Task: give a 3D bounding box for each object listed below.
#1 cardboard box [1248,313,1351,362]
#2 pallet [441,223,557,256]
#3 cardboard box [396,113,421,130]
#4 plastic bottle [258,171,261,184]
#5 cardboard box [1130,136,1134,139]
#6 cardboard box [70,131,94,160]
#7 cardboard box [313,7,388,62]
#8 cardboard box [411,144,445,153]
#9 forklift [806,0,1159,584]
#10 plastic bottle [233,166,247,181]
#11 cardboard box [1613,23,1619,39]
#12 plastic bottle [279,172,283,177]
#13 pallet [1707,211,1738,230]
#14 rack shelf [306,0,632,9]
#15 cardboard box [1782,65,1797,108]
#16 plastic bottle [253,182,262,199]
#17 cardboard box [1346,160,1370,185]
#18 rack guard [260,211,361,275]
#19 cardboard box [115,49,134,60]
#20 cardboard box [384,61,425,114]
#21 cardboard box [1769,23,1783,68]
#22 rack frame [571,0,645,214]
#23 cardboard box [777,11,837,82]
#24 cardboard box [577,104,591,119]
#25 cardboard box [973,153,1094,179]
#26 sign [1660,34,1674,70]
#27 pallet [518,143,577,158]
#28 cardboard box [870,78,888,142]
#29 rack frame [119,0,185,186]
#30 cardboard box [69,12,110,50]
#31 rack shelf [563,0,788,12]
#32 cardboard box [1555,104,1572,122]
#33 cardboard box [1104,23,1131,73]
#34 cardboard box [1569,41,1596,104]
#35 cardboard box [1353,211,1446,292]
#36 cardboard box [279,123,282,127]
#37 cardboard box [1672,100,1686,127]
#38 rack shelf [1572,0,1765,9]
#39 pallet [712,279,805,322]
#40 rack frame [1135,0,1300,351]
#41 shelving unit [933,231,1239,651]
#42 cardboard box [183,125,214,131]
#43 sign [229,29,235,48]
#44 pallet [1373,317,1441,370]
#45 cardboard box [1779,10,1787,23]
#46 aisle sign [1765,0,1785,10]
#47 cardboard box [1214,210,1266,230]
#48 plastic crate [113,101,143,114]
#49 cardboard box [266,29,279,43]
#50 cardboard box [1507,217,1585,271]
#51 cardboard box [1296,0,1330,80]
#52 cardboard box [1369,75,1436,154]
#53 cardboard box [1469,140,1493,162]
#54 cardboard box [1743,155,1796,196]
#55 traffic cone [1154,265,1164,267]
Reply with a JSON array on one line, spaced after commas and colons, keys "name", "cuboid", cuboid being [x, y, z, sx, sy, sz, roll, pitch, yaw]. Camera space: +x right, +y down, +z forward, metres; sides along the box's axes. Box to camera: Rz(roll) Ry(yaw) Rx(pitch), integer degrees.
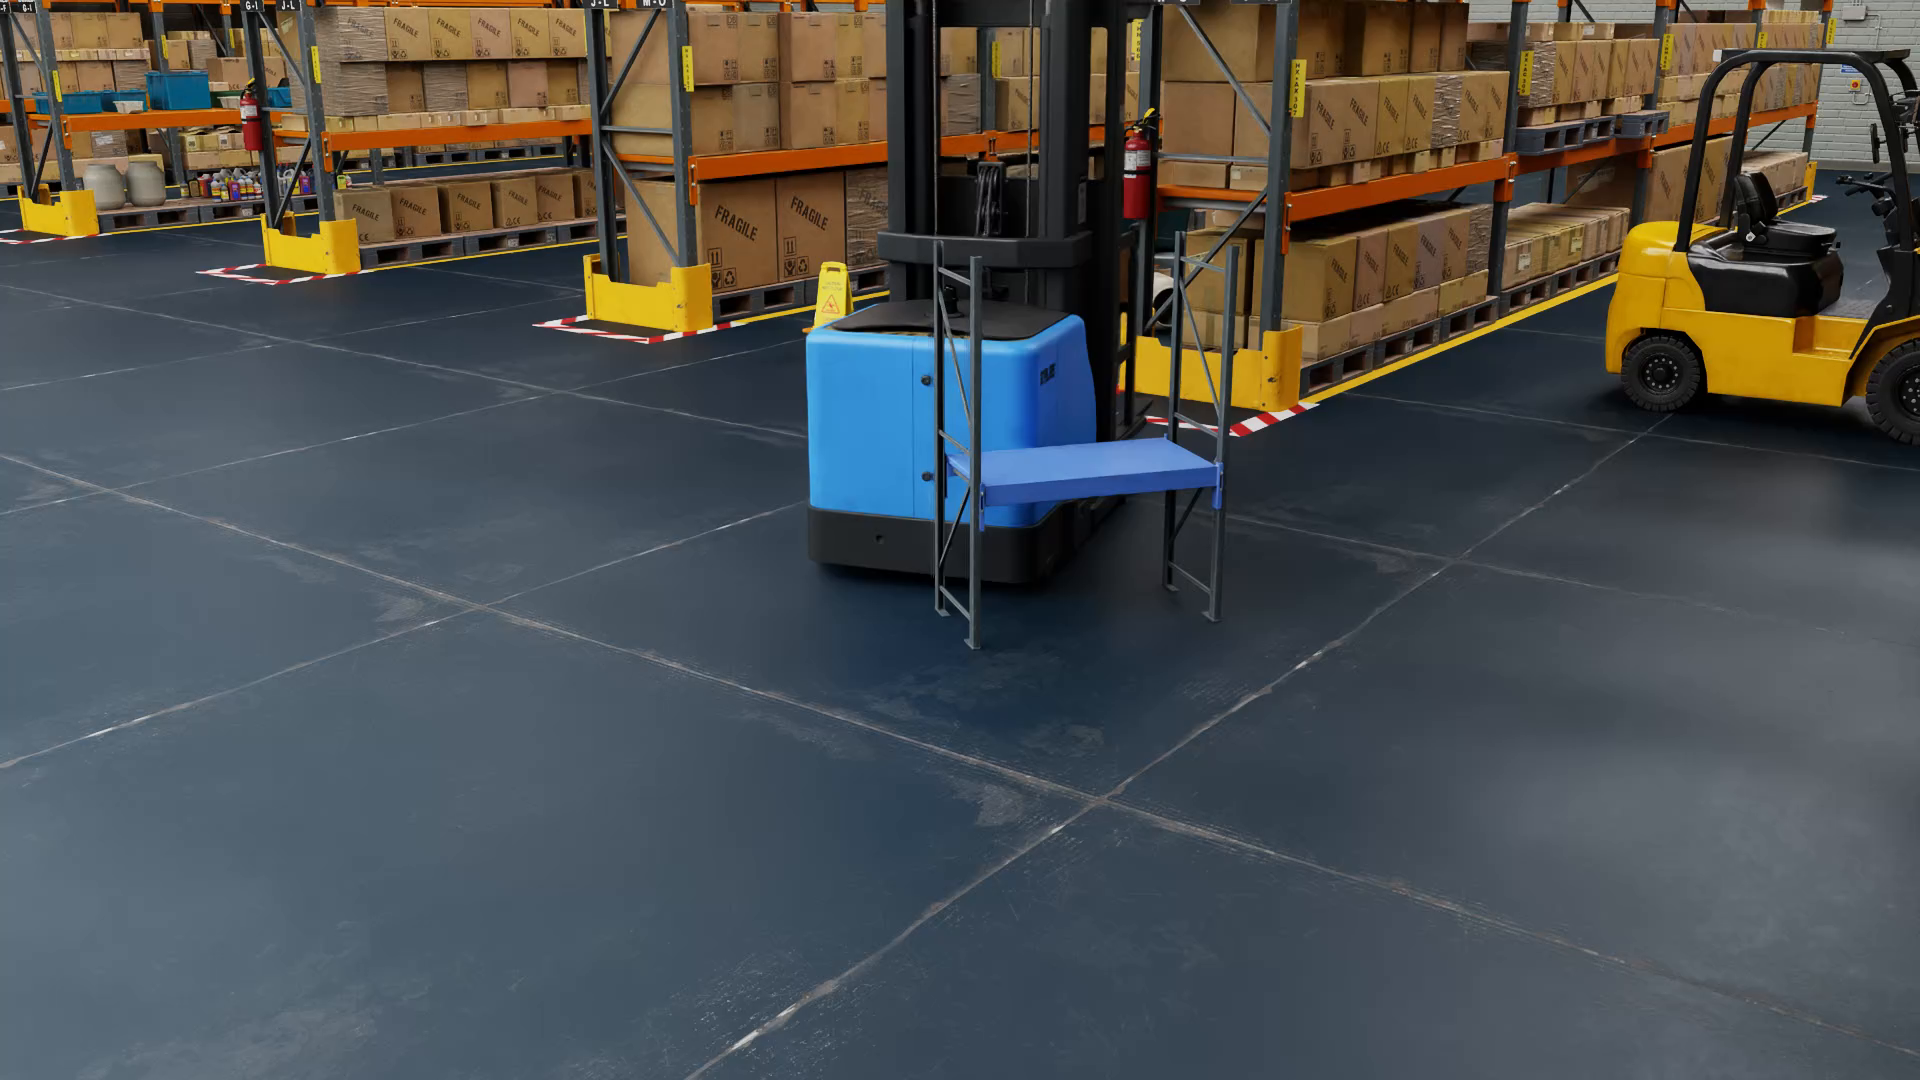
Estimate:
[{"name": "cardboard box", "cuboid": [2.250, -1.372, 11.033, 0.500, 0.250, 0.500, 12, 21, 34]}, {"name": "pallet", "cuboid": [-5.126, -3.256, 17.872, 1.003, 0.211, 1.213, 12, 21, 35]}, {"name": "cardboard box", "cuboid": [-5.592, -4.175, 16.553, 0.380, 0.149, 0.250, 12, 21, 35]}, {"name": "plastic bottle", "cuboid": [-8.990, -4.622, 21.429, 0.097, 0.271, 0.097, 0, 17, 0]}, {"name": "cardboard box", "cuboid": [2.263, -6.706, 27.155, 0.875, 0.875, 0.875, 12, 21, 35]}, {"name": "cardboard box", "cuboid": [-12.684, -5.657, 23.565, 0.500, 0.500, 0.500, 12, 21, 35]}, {"name": "cardboard box", "cuboid": [-5.865, -4.843, 15.925, 0.500, 0.500, 0.500, 12, 21, 35]}, {"name": "cardboard box", "cuboid": [-9.097, -6.824, 28.133, 0.500, 0.500, 0.500, 14, 22, 37]}, {"name": "forklift", "cuboid": [0.301, -1.615, 8.003, 1.130, 2.935, 3.031, 6, 18, 18]}, {"name": "plastic bottle", "cuboid": [-9.185, -4.601, 21.225, 0.144, 0.351, 0.185, 12, 21, 34]}, {"name": "cardboard box", "cuboid": [6.412, -4.942, 16.744, 0.500, 0.500, 0.500, 12, 21, 33]}, {"name": "plastic bottle", "cuboid": [-8.562, -4.519, 21.075, 0.061, 0.283, 0.133, 12, 21, 35]}, {"name": "pallet", "cuboid": [8.298, -3.671, 19.209, 1.003, 0.211, 1.213, 12, 21, 35]}, {"name": "rack shelf", "cuboid": [-5.219, -5.658, 17.061, 1.077, 0.370, 4.000, 12, 21, 35]}, {"name": "cardboard box", "cuboid": [10.099, -5.672, 20.783, 0.500, 0.500, 0.500, 13, 22, 36]}, {"name": "plastic bottle", "cuboid": [-8.735, -4.348, 20.662, 0.097, 0.201, 0.097, 0, 17, 0]}, {"name": "cardboard box", "cuboid": [2.467, -2.430, 10.934, 0.380, 0.149, 0.250, 13, 21, 36]}, {"name": "rack guard", "cuboid": [-6.366, -2.917, 16.294, 1.175, 0.500, 0.348, 12, 21, 35]}, {"name": "cardboard box", "cuboid": [-12.120, -6.993, 23.943, 0.380, 0.149, 0.250, 12, 21, 34]}, {"name": "cardboard box", "cuboid": [-5.860, -4.549, 16.664, 0.875, 0.500, 0.500, 12, 21, 35]}, {"name": "cardboard box", "cuboid": [9.482, -5.915, 19.878, 0.500, 0.500, 0.500, 12, 21, 34]}, {"name": "rack frame", "cuboid": [-4.028, -5.045, 18.933, 1.000, 3.000, 0.127, 12, 21, 35]}, {"name": "cardboard box", "cuboid": [-1.539, -4.118, 13.872, 0.875, 0.550, 0.550, 12, 21, 35]}, {"name": "cardboard box", "cuboid": [-4.274, -4.716, 18.294, 0.380, 0.149, 0.250, 12, 21, 35]}, {"name": "cardboard box", "cuboid": [0.771, -3.664, 17.570, 1.050, 0.750, 0.750, 12, 21, 35]}, {"name": "sign", "cuboid": [6.756, -4.668, 15.901, 0.100, 0.325, 0.005, 12, 21, 35]}, {"name": "pallet", "cuboid": [-7.669, -7.170, 30.477, 1.003, 0.211, 1.213, 12, 21, 35]}, {"name": "cardboard box", "cuboid": [-1.041, -3.884, 14.939, 0.875, 0.550, 0.550, 12, 21, 35]}, {"name": "rack frame", "cuboid": [-11.981, -6.797, 24.573, 1.000, 3.000, 0.127, 12, 21, 35]}, {"name": "cardboard box", "cuboid": [-12.541, -7.237, 23.634, 0.700, 0.500, 0.500, 12, 21, 35]}, {"name": "rack shelf", "cuboid": [-4.431, -8.439, 26.015, 1.077, 0.370, 4.000, 12, 21, 35]}, {"name": "cardboard box", "cuboid": [4.964, -3.643, 14.134, 0.380, 0.149, 0.250, 13, 21, 36]}, {"name": "cardboard box", "cuboid": [1.399, -5.274, 17.816, 0.700, 0.500, 0.500, 12, 21, 34]}, {"name": "cardboard box", "cuboid": [5.044, -3.980, 14.125, 0.500, 0.500, 0.500, 12, 21, 34]}, {"name": "cardboard box", "cuboid": [3.189, -2.108, 12.139, 0.500, 0.500, 0.500, 14, 22, 38]}, {"name": "cardboard box", "cuboid": [-10.758, -6.584, 26.871, 0.500, 0.311, 0.500, 12, 21, 33]}, {"name": "cardboard box", "cuboid": [7.100, -4.373, 17.020, 0.500, 0.250, 0.500, 12, 21, 33]}, {"name": "rack shelf", "cuboid": [7.506, -5.812, 17.558, 1.077, 0.370, 4.000, 12, 21, 35]}, {"name": "pallet", "cuboid": [-2.074, -2.065, 14.037, 1.003, 0.211, 1.213, 12, 21, 35]}, {"name": "rack frame", "cuboid": [1.548, -2.342, 10.226, 1.000, 3.000, 0.127, 12, 21, 35]}, {"name": "shelving unit", "cuboid": [0.472, -0.410, 6.534, 1.048, 1.500, 0.538, -5, 18, -17]}, {"name": "cardboard box", "cuboid": [-13.966, -7.460, 30.181, 0.700, 0.500, 0.500, 13, 21, 35]}, {"name": "sign", "cuboid": [-13.137, -9.046, 29.995, 0.100, 0.325, 0.005, 12, 21, 35]}, {"name": "pallet", "cuboid": [2.833, -1.505, 12.233, 1.003, 0.211, 1.213, 12, 21, 35]}, {"name": "cardboard box", "cuboid": [9.731, -6.303, 20.034, 0.380, 0.149, 0.250, 12, 21, 33]}, {"name": "aisle sign", "cuboid": [10.891, -7.462, 22.333, 0.394, 0.787, 0.004, 12, 21, 35]}, {"name": "cardboard box", "cuboid": [1.980, -2.233, 11.447, 0.380, 0.149, 0.250, 13, 22, 36]}, {"name": "plastic crate", "cuboid": [-9.597, -4.998, 19.226, 0.298, 0.136, 0.250, 12, 21, 35]}, {"name": "cardboard box", "cuboid": [-12.781, -9.372, 30.898, 0.500, 0.250, 0.500, 12, 21, 34]}, {"name": "cardboard box", "cuboid": [5.080, -2.703, 15.113, 0.950, 0.372, 0.625, 13, 22, 36]}, {"name": "cardboard box", "cuboid": [1.984, -3.288, 10.919, 0.700, 0.500, 0.500, 13, 21, 35]}, {"name": "cardboard box", "cuboid": [2.958, -2.963, 11.558, 0.500, 0.500, 0.500, 12, 21, 34]}, {"name": "cardboard box", "cuboid": [3.841, -2.983, 12.716, 0.380, 0.149, 0.250, 13, 21, 36]}, {"name": "cardboard box", "cuboid": [10.230, -4.735, 21.546, 0.875, 0.438, 0.875, 13, 22, 36]}, {"name": "traffic cone", "cuboid": [1.907, -2.986, 16.579, 0.336, 0.463, 0.334, 12, 21, 35]}]
